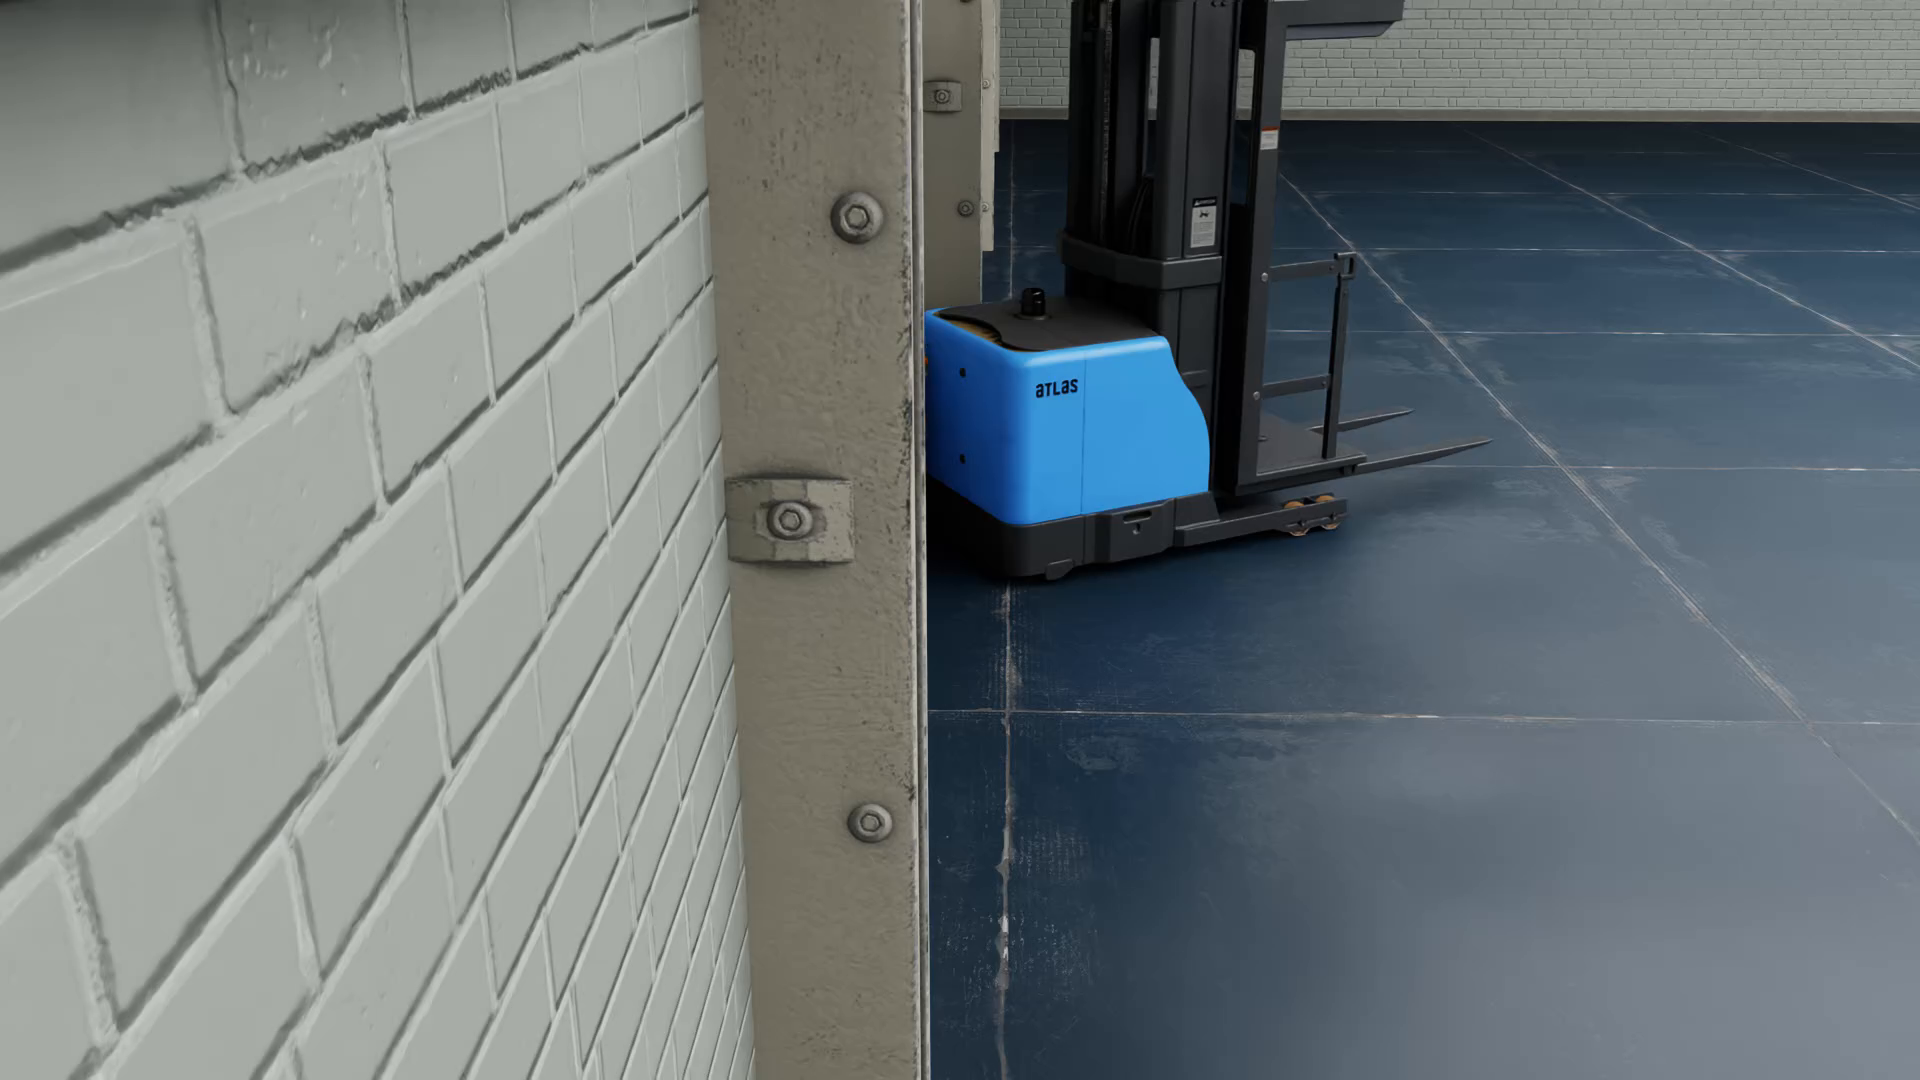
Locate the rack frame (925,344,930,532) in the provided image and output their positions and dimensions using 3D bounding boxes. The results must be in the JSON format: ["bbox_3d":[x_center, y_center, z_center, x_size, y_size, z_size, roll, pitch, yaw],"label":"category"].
[{"bbox_3d":[-0.093,-0.494,7.911,0.200,1.050,0.008,0,25,3],"label":"rack frame"}]

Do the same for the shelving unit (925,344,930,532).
[{"bbox_3d":[-0.087,-0.546,8.021,0.215,1.050,0.252,0,25,3],"label":"shelving unit"}]

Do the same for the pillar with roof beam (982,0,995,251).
[{"bbox_3d":[4.444,-6.752,12.991,9.100,9.000,0.400,1,21,2],"label":"pillar with roof beam"}]

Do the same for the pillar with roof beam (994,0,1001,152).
[{"bbox_3d":[4.627,-8.921,18.582,9.100,9.000,0.400,1,21,2],"label":"pillar with roof beam"}]

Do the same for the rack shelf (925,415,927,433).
[{"bbox_3d":[-0.087,-0.536,8.026,0.215,0.259,0.240,0,25,3],"label":"rack shelf"}]

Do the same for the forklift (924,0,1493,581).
[{"bbox_3d":[1.323,-1.542,7.952,3.031,2.935,1.130,-11,24,-25],"label":"forklift"}]

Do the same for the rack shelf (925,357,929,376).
[{"bbox_3d":[-0.094,-0.793,7.905,0.215,0.259,0.240,0,25,3],"label":"rack shelf"}]

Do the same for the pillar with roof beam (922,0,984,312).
[{"bbox_3d":[4.262,-4.583,7.399,9.100,9.000,0.400,1,21,2],"label":"pillar with roof beam"}]
